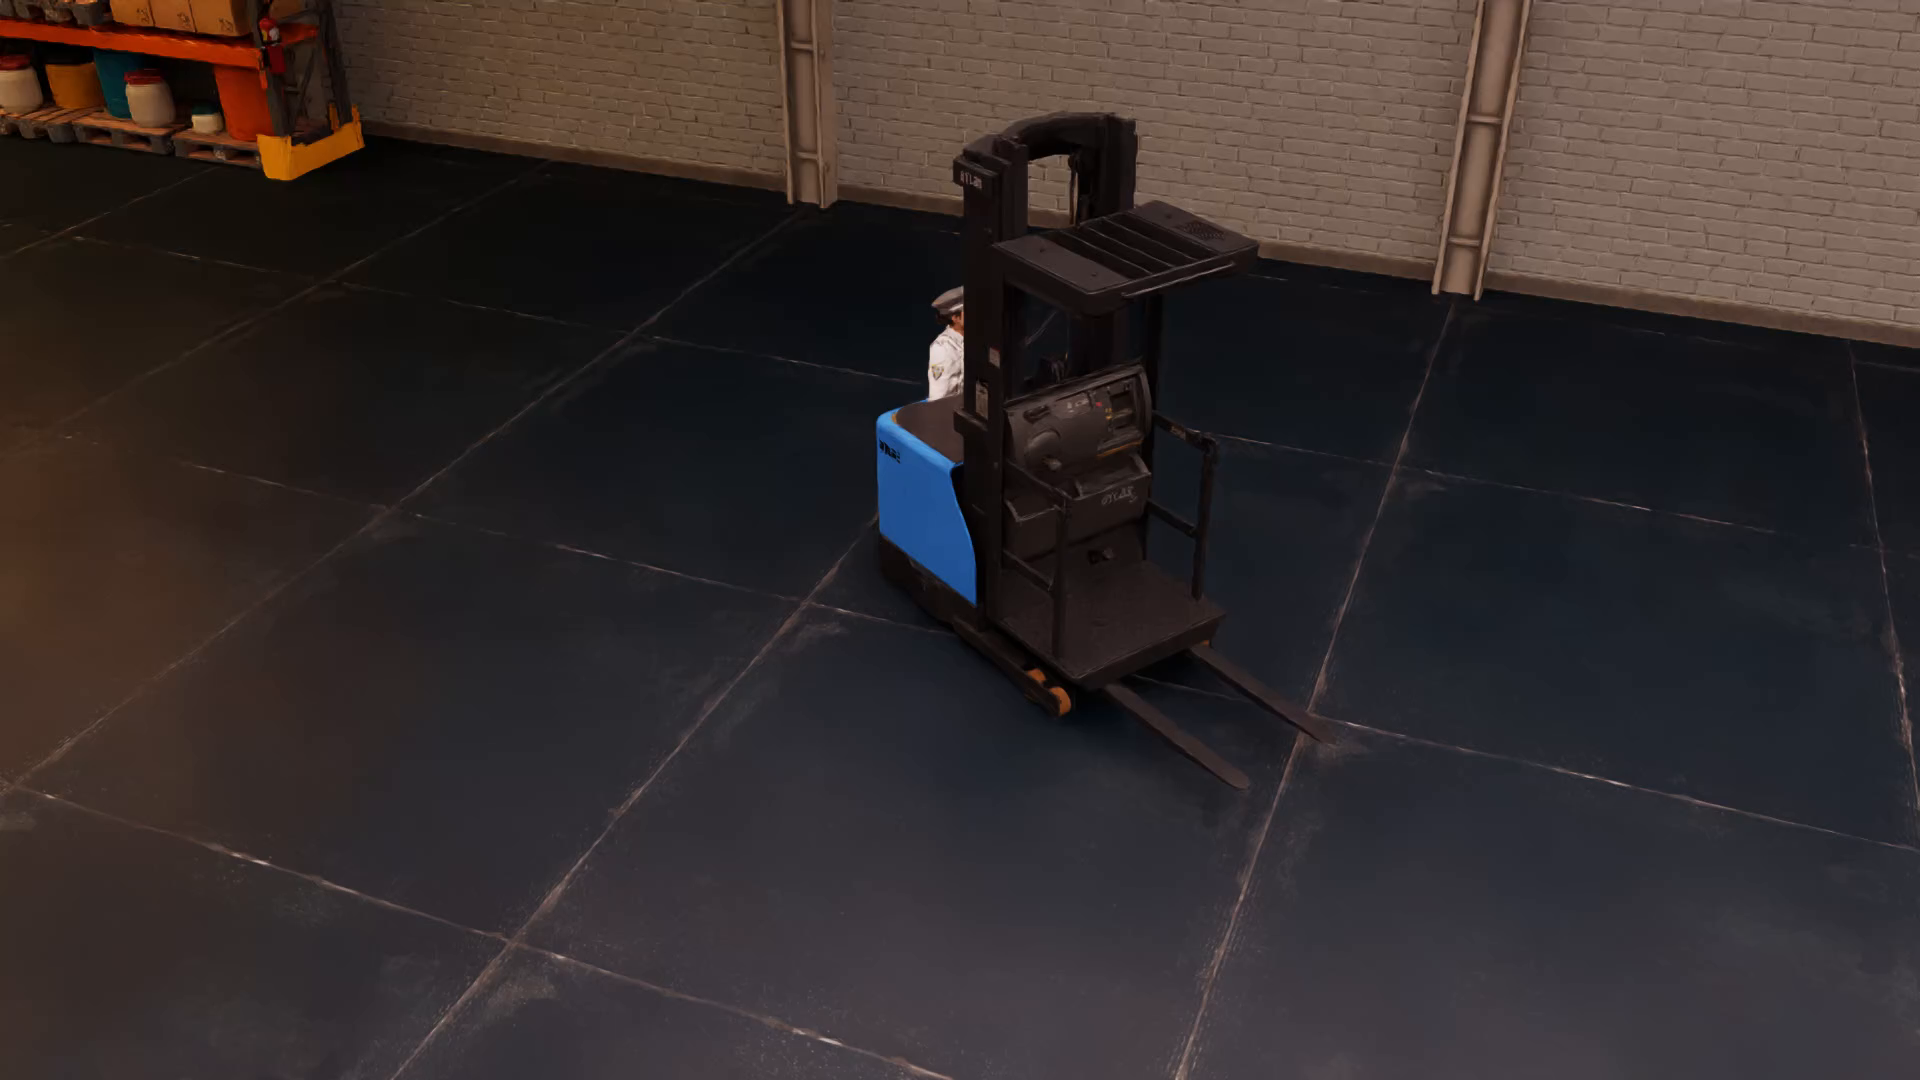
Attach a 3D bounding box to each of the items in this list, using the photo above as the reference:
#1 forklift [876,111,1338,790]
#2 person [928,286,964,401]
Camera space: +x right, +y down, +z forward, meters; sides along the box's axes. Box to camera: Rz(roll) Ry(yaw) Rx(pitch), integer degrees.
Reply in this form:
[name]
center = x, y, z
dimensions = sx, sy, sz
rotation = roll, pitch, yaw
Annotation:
[forklift]
center = 0.762, -0.590, 8.642
dimensions = 1.130, 2.935, 3.031
rotation = -20, 37, -30
[person]
center = 0.108, -0.712, 10.032
dimensions = 0.598, 1.695, 0.584
rotation = 12, 33, 19
